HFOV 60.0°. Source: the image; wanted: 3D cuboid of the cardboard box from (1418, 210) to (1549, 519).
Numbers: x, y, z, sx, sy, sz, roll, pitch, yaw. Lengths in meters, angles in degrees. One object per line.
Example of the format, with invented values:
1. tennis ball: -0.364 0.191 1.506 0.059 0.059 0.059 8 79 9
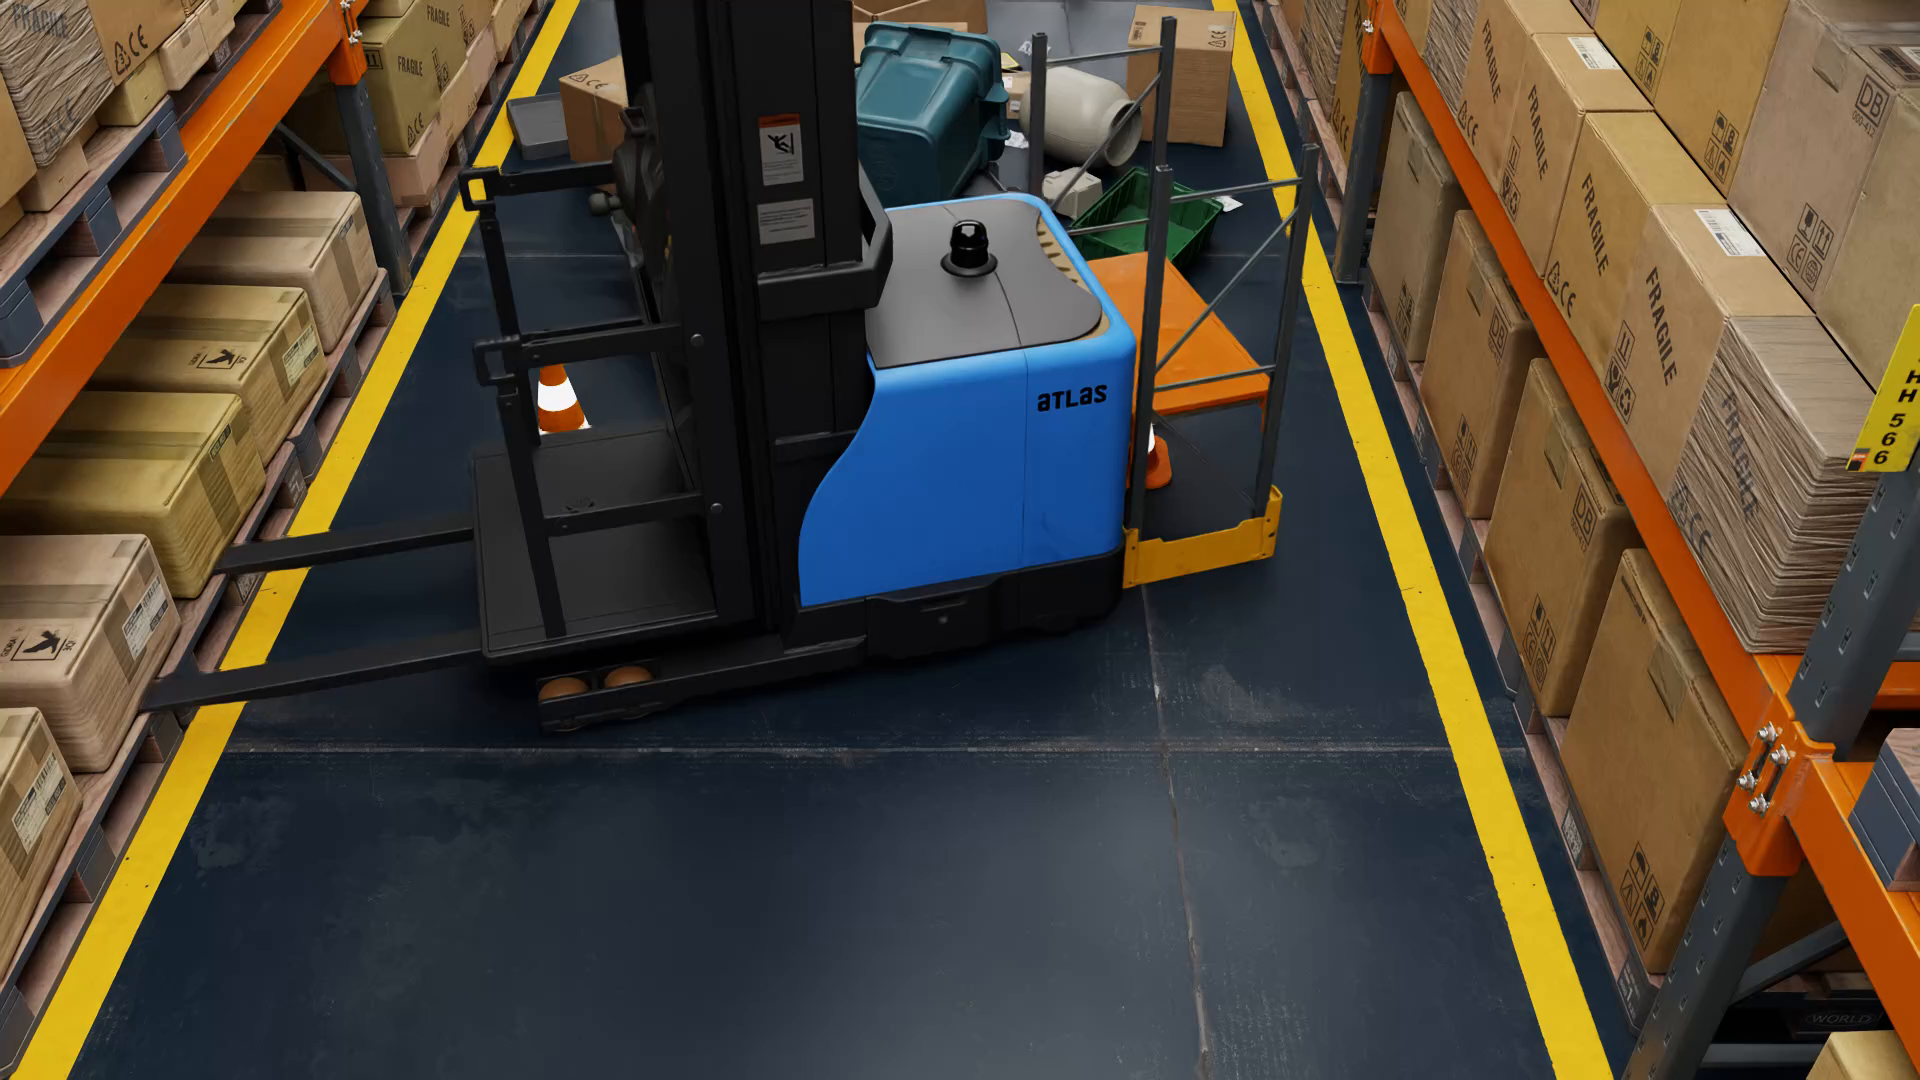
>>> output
1. cardboard box: 2.197 -0.591 5.553 1.050 0.750 0.750 0 39 0

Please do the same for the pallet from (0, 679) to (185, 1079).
1. pallet: -2.836 0.871 4.495 1.003 0.211 1.213 0 39 0

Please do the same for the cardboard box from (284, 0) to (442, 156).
1. cardboard box: -2.572 -1.983 7.089 0.500 0.500 0.500 2 39 2

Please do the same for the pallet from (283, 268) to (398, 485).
1. pallet: -2.838 -0.655 6.399 1.003 0.211 1.213 0 39 0

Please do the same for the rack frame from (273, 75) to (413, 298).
1. rack frame: -2.841 -2.230 6.134 1.000 3.000 0.127 0 39 0

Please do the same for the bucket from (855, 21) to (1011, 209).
1. bucket: -0.197 -1.696 6.870 0.726 0.611 0.620 13 50 15

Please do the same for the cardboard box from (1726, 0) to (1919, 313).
1. cardboard box: 2.121 -0.822 3.497 0.700 0.500 0.500 -1 39 -1

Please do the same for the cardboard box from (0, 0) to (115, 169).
1. cardboard box: -2.613 -1.300 4.320 0.500 0.500 0.500 -1 39 -2

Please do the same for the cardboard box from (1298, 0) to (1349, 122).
1. cardboard box: 2.173 -2.589 7.945 0.875 0.875 0.875 0 39 0

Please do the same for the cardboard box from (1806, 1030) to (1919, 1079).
1. cardboard box: 1.872 1.155 2.974 0.500 0.250 0.500 -2 39 -2

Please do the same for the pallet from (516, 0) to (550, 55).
1. pallet: -2.880 -3.088 9.434 1.003 0.211 1.213 0 39 0

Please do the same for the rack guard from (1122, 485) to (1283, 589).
1. rack guard: 0.787 -0.011 5.564 0.587 0.250 0.087 -11 40 -14

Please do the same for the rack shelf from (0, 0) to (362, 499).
1. rack shelf: -2.839 -0.699 4.798 1.077 0.370 4.000 0 39 0

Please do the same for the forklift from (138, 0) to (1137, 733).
1. forklift: -1.049 -0.932 4.570 3.031 2.935 1.130 -10 40 -12

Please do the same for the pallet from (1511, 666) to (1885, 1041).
1. pallet: 2.188 0.800 4.583 1.003 0.211 1.213 0 39 0

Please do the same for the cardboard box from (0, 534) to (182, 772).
1. cardboard box: -2.836 0.318 4.720 0.950 0.372 0.625 -1 39 -1

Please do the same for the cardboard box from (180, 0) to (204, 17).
1. cardboard box: -2.609 -1.950 5.131 0.500 0.500 0.500 0 39 0

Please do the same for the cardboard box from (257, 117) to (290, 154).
1. cardboard box: -3.110 -1.983 7.090 0.500 0.500 0.500 -1 39 -1

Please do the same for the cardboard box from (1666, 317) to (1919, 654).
1. cardboard box: 1.845 -0.116 3.416 0.500 0.500 0.500 0 39 0

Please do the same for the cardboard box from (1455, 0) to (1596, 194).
1. cardboard box: 1.840 -1.378 4.991 0.500 0.500 0.500 0 39 0

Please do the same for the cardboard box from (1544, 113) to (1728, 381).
1. cardboard box: 1.845 -0.741 4.195 0.500 0.500 0.500 -1 39 -1

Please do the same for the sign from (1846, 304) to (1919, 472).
1. sign: 1.559 -0.245 2.731 0.100 0.325 0.005 0 39 0

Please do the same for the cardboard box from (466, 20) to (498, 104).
1. cardboard box: -2.587 -2.356 8.154 0.500 0.250 0.500 -1 39 -1

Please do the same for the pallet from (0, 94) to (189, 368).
1. pallet: -2.879 -0.892 4.617 1.003 0.211 1.213 0 39 0

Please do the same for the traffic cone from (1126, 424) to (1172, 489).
1. traffic cone: 0.601 -0.467 5.963 0.336 0.463 0.334 0 39 0

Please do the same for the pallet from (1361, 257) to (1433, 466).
1. pallet: 2.185 -0.726 6.487 1.003 0.211 1.213 0 39 0

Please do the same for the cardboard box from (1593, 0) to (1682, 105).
1. cardboard box: 2.118 -1.462 4.296 0.700 0.500 0.500 0 39 0

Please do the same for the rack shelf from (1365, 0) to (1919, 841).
1. rack shelf: 2.111 -0.765 4.882 1.077 0.370 4.000 0 39 0

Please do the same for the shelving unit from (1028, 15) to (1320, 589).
1. shelving unit: 0.635 -0.795 5.543 0.587 1.500 1.083 -11 40 -14

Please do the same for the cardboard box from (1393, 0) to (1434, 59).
1. cardboard box: 1.841 -2.007 5.776 0.500 0.500 0.500 0 39 0

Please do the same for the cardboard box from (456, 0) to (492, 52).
1. cardboard box: -2.583 -2.642 7.911 0.500 0.500 0.500 2 39 2

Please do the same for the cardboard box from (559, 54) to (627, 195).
1. cardboard box: -1.481 -1.927 7.752 0.500 0.500 0.500 28 46 30

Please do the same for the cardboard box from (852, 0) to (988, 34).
1. cardboard box: -0.312 -2.661 8.668 0.797 0.503 0.637 -28 46 -30

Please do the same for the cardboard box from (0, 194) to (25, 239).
1. cardboard box: -2.669 -0.845 4.271 0.380 0.149 0.250 1 39 2

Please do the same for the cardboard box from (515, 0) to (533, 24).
1. cardboard box: -2.583 -2.993 8.949 0.500 0.250 0.500 0 39 0

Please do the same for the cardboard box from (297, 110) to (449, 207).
1. cardboard box: -2.572 -1.690 7.323 0.500 0.250 0.500 -2 39 -2

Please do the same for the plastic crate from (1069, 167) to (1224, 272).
1. plastic crate: 0.799 -1.330 7.213 0.450 0.188 0.662 27 45 16

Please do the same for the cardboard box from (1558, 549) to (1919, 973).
1. cardboard box: 2.203 0.538 4.144 1.050 0.750 0.750 -1 39 -1

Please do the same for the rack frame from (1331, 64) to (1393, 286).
1. rack frame: 2.109 -2.297 6.218 1.000 3.000 0.127 0 39 0

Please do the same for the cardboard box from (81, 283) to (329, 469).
1. cardboard box: -2.834 -0.591 5.854 0.950 0.372 0.625 2 39 3

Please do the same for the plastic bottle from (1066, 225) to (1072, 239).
1. plastic bottle: 0.600 -1.322 7.351 0.133 0.061 0.283 -20 43 -23

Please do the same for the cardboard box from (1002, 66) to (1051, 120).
1. cardboard box: 0.265 -2.304 8.412 0.396 0.266 0.258 6 39 8

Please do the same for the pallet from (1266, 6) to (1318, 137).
1. pallet: 2.182 -2.449 8.637 1.003 0.211 1.213 0 39 0

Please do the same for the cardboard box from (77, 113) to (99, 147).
1. cardboard box: -2.680 -1.172 4.678 0.380 0.149 0.250 -1 39 -2

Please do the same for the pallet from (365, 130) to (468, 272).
1. pallet: -2.877 -1.562 7.530 1.003 0.211 1.213 0 39 0

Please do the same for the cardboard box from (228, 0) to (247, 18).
1. cardboard box: -2.582 -1.809 5.474 0.380 0.149 0.250 -1 39 -1

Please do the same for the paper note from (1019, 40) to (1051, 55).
1. paper note: 0.408 -2.683 9.075 0.144 0.017 0.142 13 40 15

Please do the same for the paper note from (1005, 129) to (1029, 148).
1. paper note: 0.278 -1.983 8.206 0.172 0.023 0.155 13 40 15

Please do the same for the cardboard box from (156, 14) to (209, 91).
1. cardboard box: -2.541 -1.489 5.074 0.380 0.149 0.250 0 39 0

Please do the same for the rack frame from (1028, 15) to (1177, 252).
1. rack frame: 0.477 -1.103 5.928 0.500 1.500 0.032 -11 40 -14
